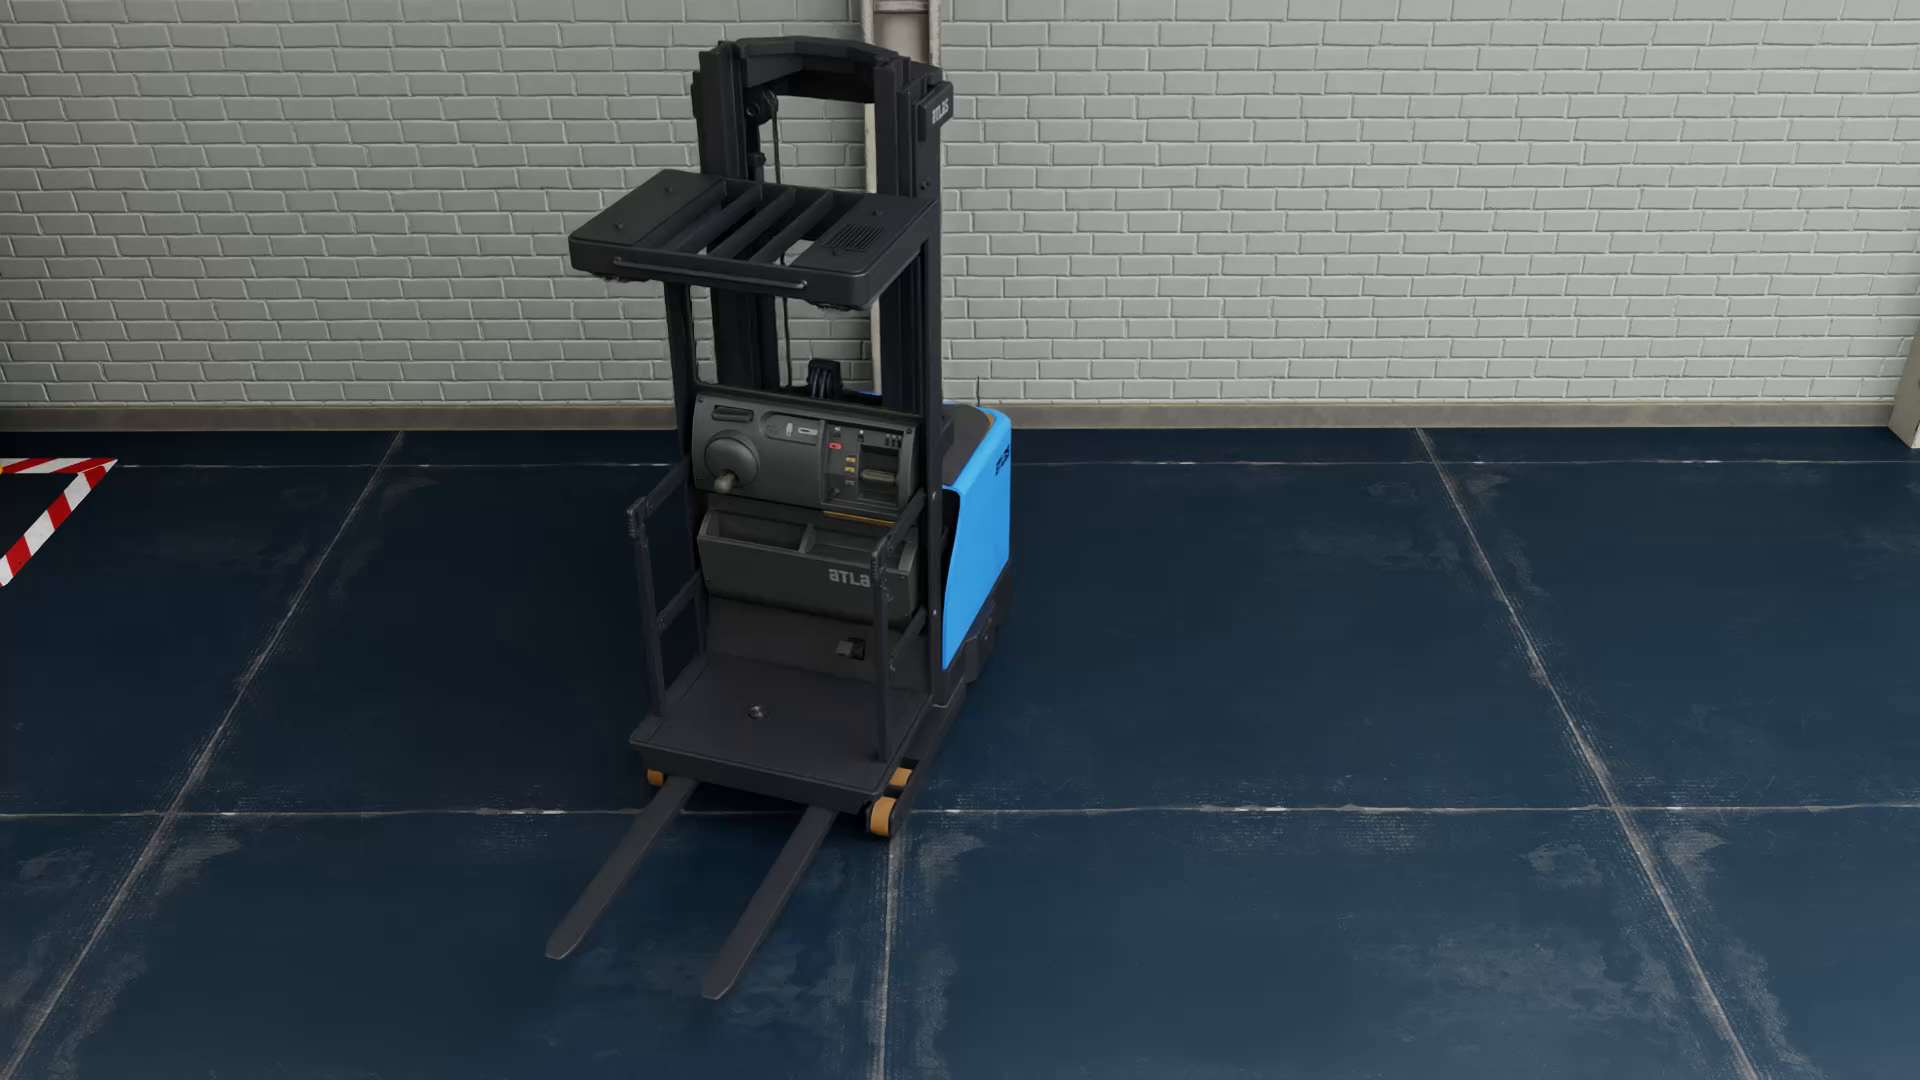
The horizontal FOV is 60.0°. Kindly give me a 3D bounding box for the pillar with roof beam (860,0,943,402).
[{"bbox_3d":[-0.271,-2.209,3.715,0.400,9.000,9.100,0,31,0],"label":"pillar with roof beam"}]

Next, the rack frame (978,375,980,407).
[{"bbox_3d":[0.094,-0.385,8.517,0.006,0.900,0.240,0,31,0],"label":"rack frame"}]

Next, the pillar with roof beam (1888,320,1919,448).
[{"bbox_3d":[5.729,-2.228,3.746,0.400,9.000,9.100,0,31,0],"label":"pillar with roof beam"}]

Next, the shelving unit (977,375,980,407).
[{"bbox_3d":[-0.008,-0.385,8.517,0.210,0.900,0.258,0,31,0],"label":"shelving unit"}]

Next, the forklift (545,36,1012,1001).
[{"bbox_3d":[-0.688,-0.282,6.389,1.130,2.935,3.031,10,33,15],"label":"forklift"}]

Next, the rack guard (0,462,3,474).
[{"bbox_3d":[-5.571,-0.324,8.803,0.348,0.500,1.175,0,31,0],"label":"rack guard"}]
